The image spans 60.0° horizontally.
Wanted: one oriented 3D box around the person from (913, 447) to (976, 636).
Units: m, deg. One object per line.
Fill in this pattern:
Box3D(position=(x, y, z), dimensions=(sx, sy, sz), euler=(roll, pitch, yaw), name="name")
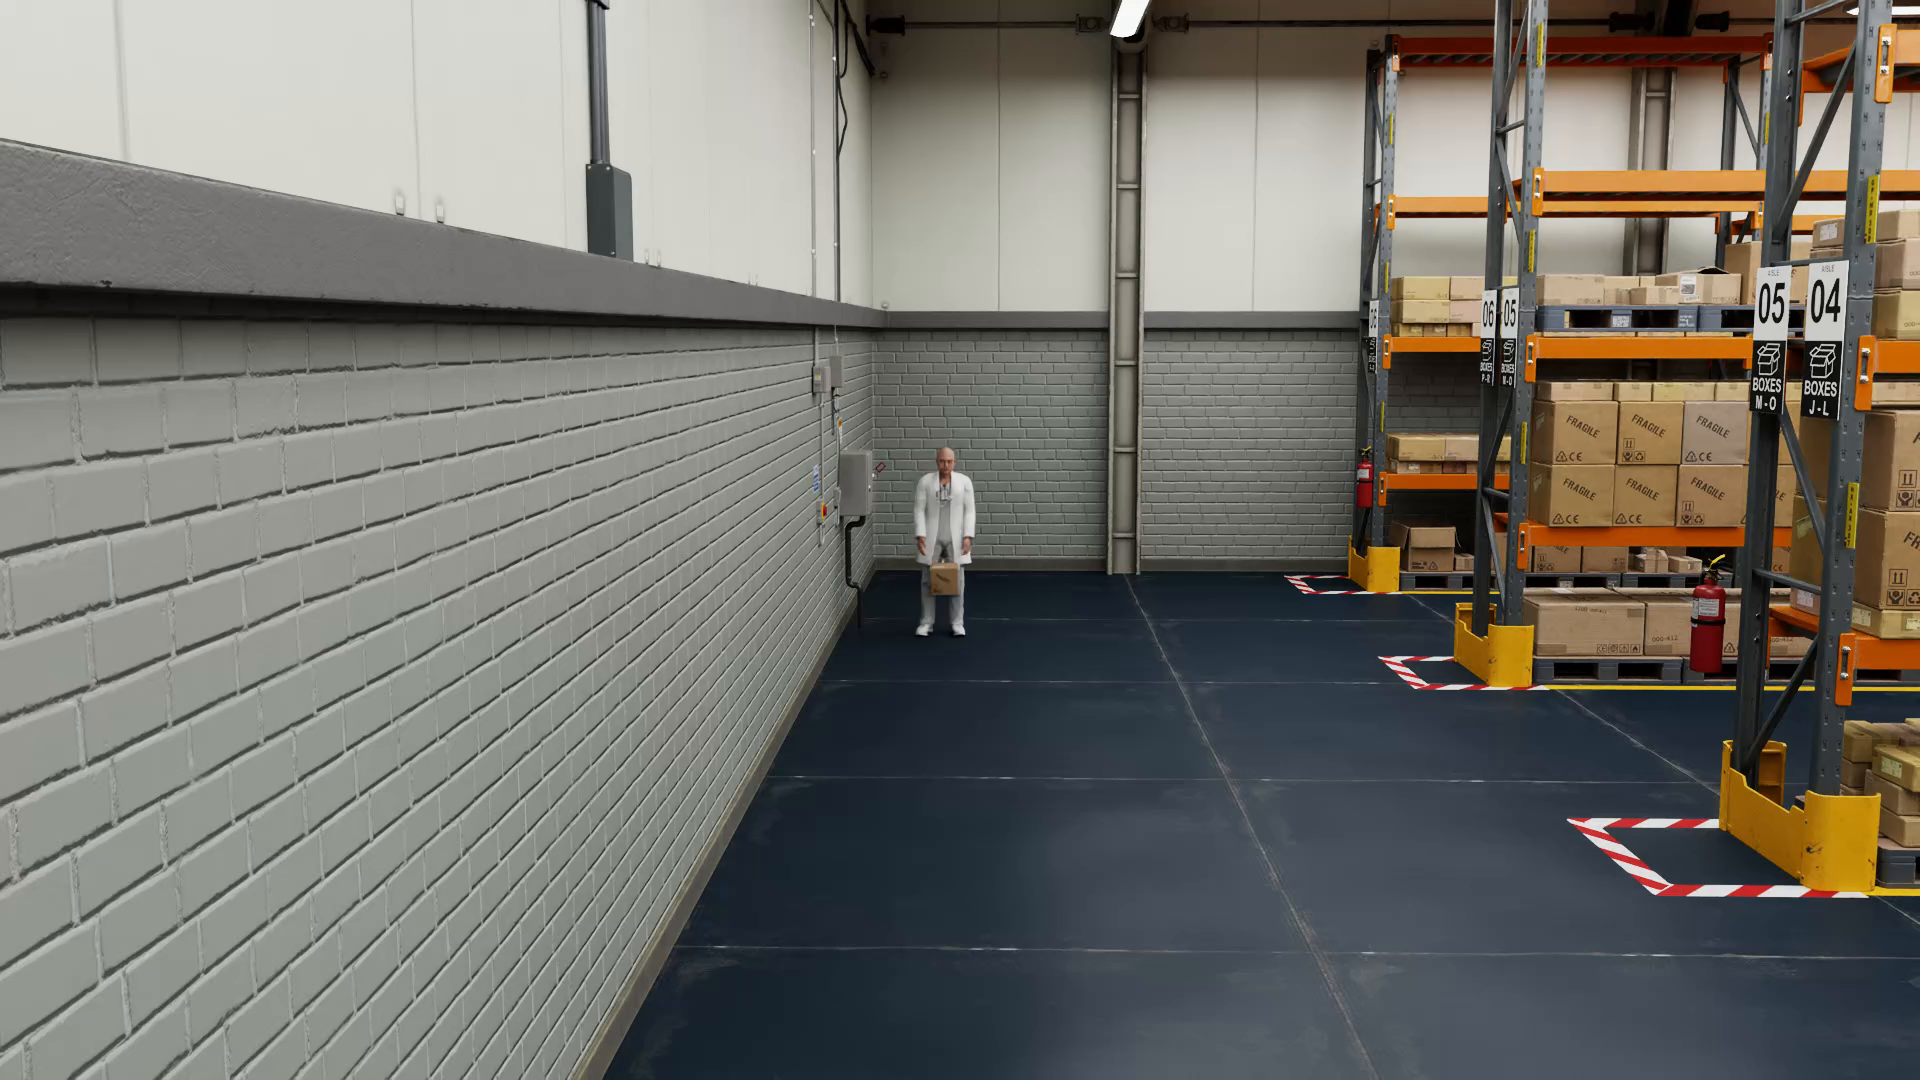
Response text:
Box3D(position=(-0.147, 0.010, 15.724), dimensions=(0.589, 1.778, 0.424), euler=(0, 7, 0), name="person")
